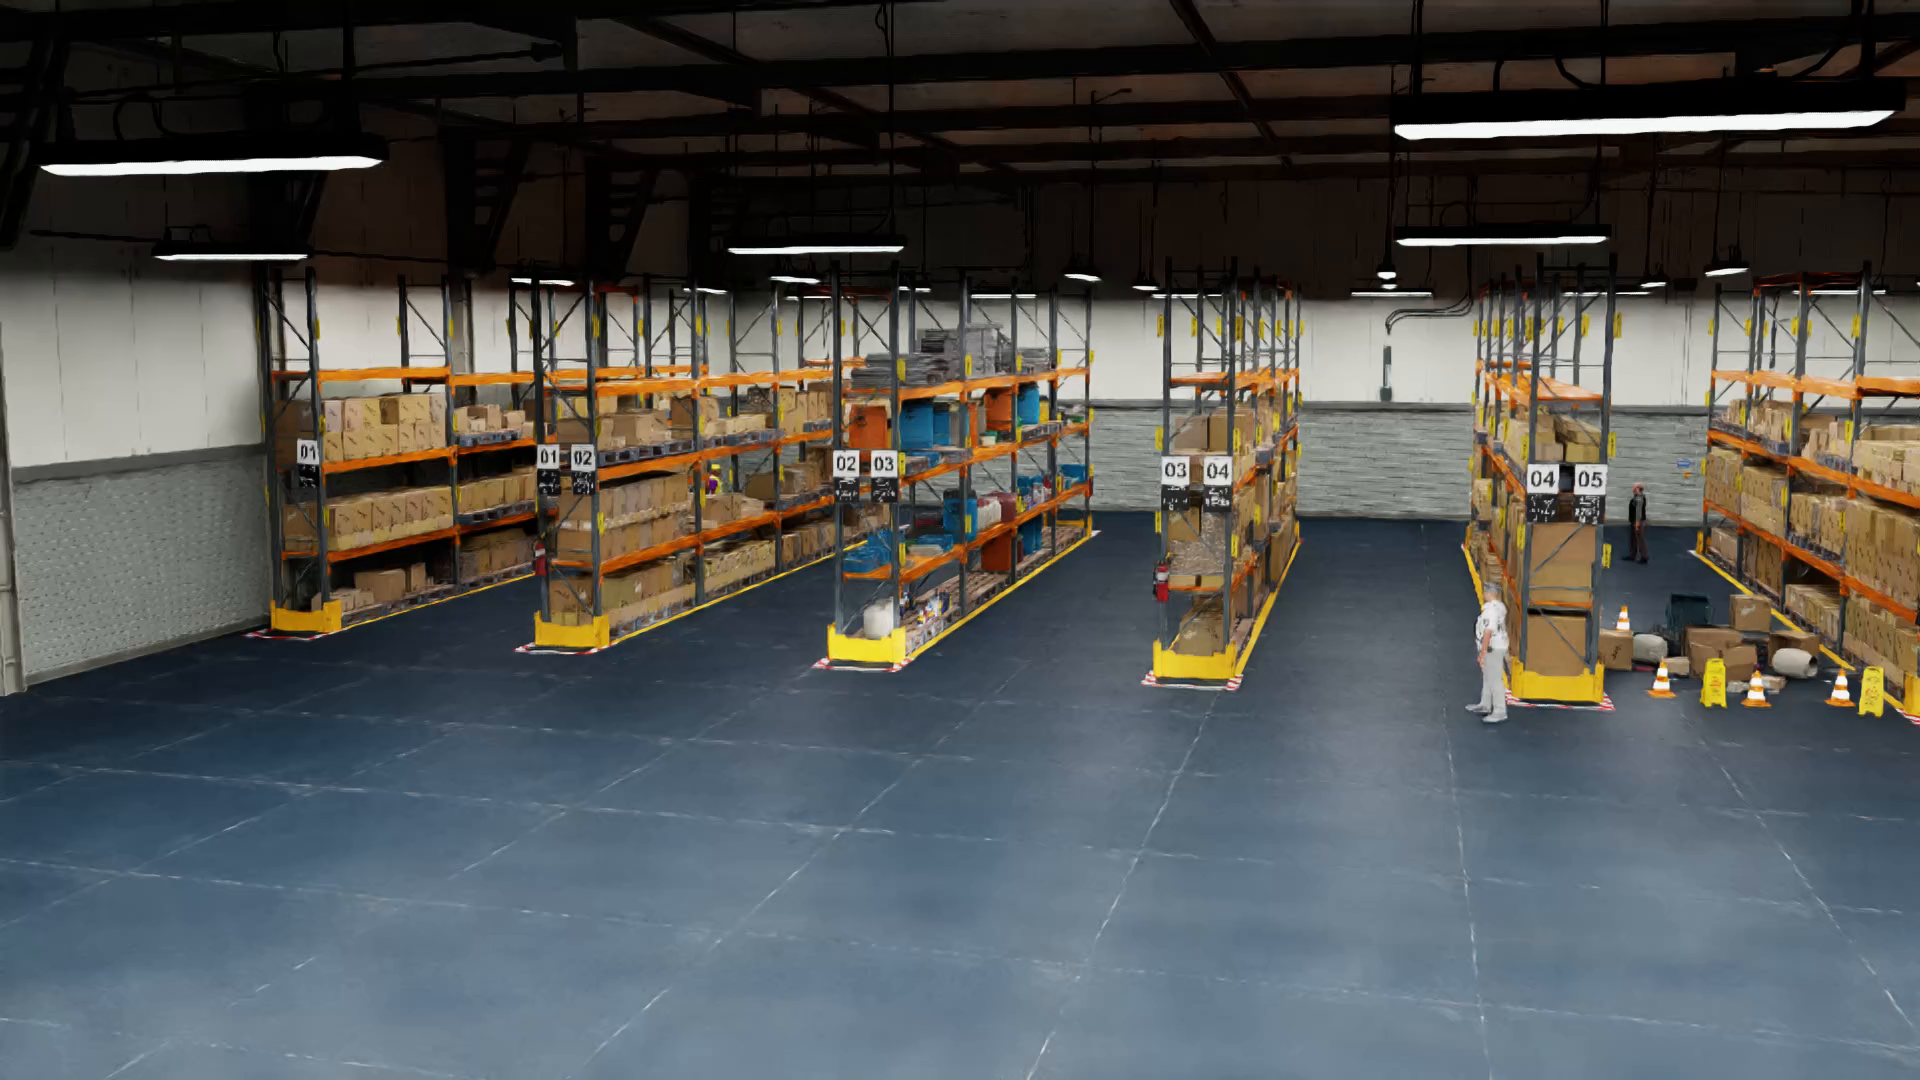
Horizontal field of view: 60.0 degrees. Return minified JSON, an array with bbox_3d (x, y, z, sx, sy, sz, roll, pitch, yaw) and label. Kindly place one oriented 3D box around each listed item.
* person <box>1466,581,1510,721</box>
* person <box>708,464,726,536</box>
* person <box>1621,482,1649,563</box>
[{"bbox_3d":[6.817,1.408,21.441,0.577,1.745,0.673,4,8,29],"label":"person"},{"bbox_3d":[-5.820,-0.951,39.890,0.390,1.767,0.673,0,7,2],"label":"person"},{"bbox_3d":[14.565,-0.387,35.809,0.569,1.714,0.702,3,8,22],"label":"person"}]
